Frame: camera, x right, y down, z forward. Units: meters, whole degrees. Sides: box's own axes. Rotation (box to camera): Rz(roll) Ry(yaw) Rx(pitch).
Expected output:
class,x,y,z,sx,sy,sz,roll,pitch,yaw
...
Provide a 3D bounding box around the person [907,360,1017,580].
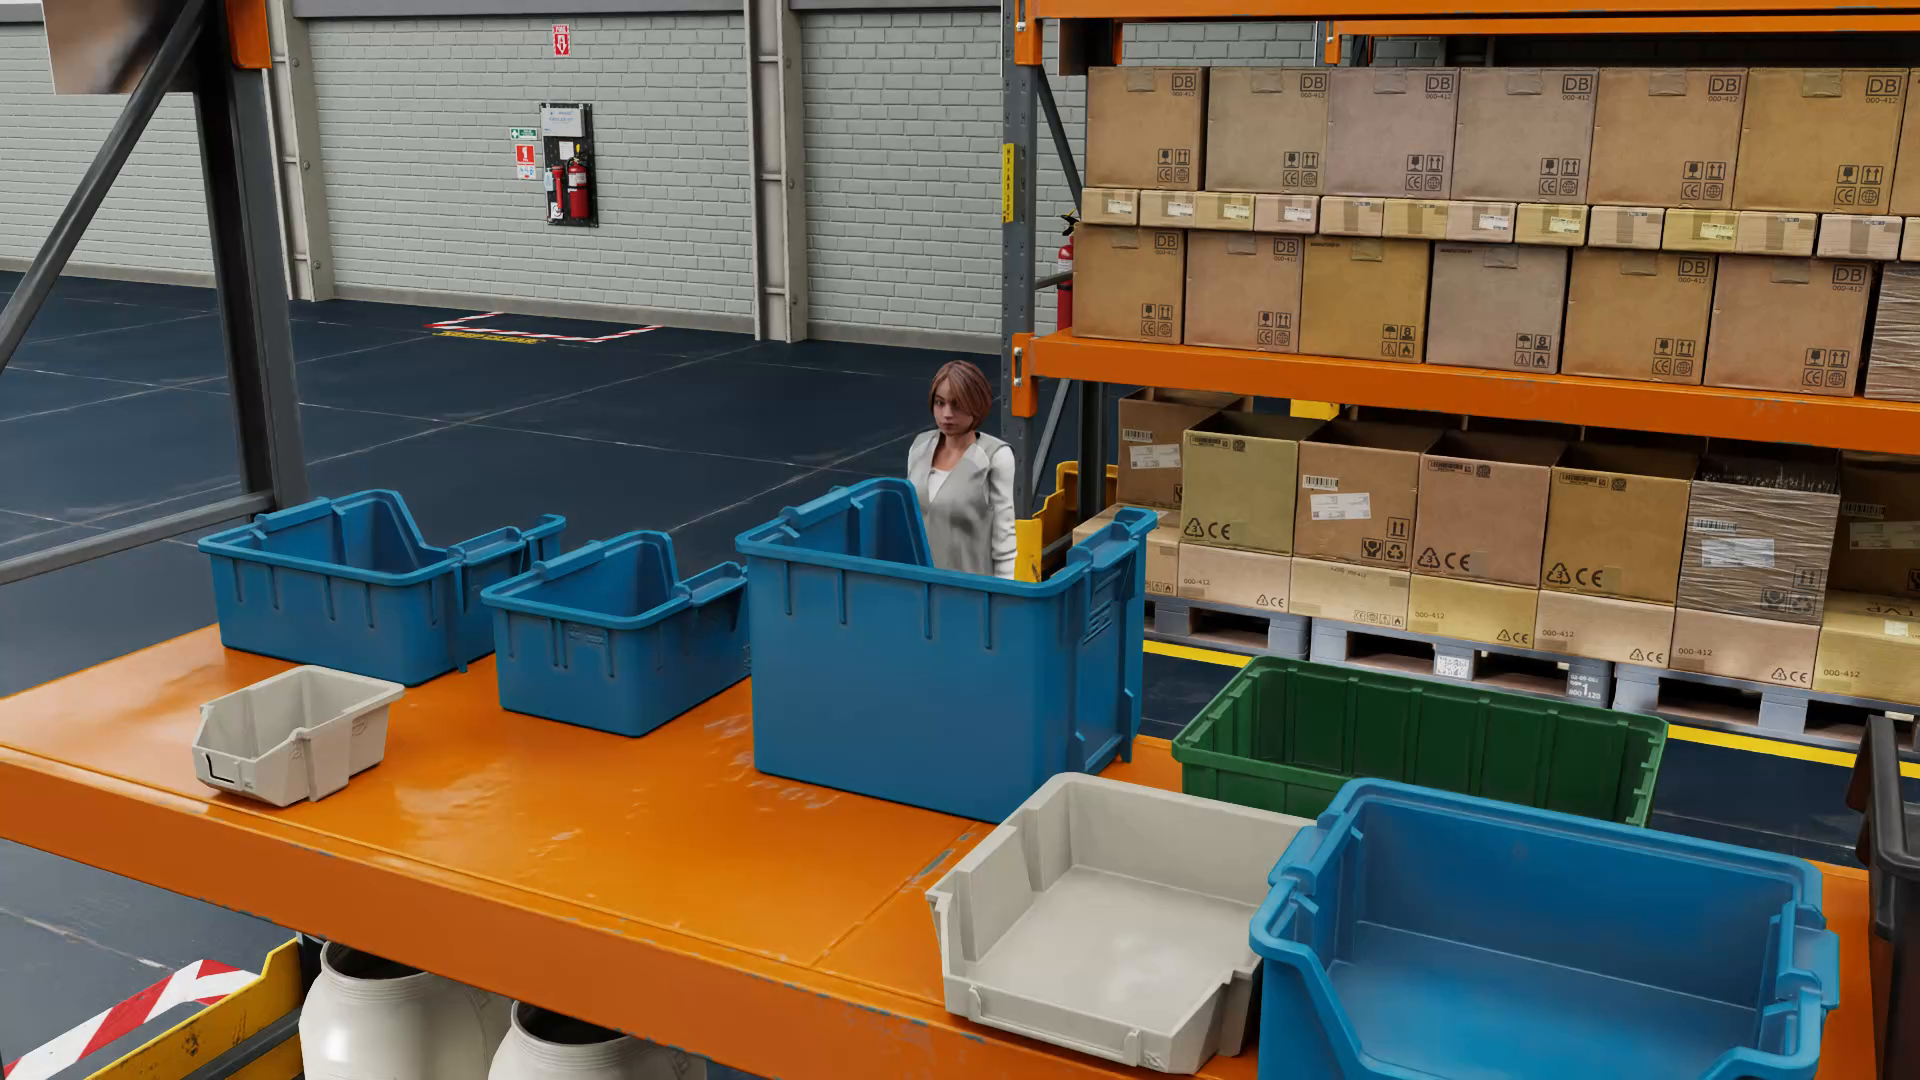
class,x,y,z,sx,sy,sz,roll,pitch,yaw
person,-0.008,0.221,5.282,0.404,1.599,0.305,8,18,27
